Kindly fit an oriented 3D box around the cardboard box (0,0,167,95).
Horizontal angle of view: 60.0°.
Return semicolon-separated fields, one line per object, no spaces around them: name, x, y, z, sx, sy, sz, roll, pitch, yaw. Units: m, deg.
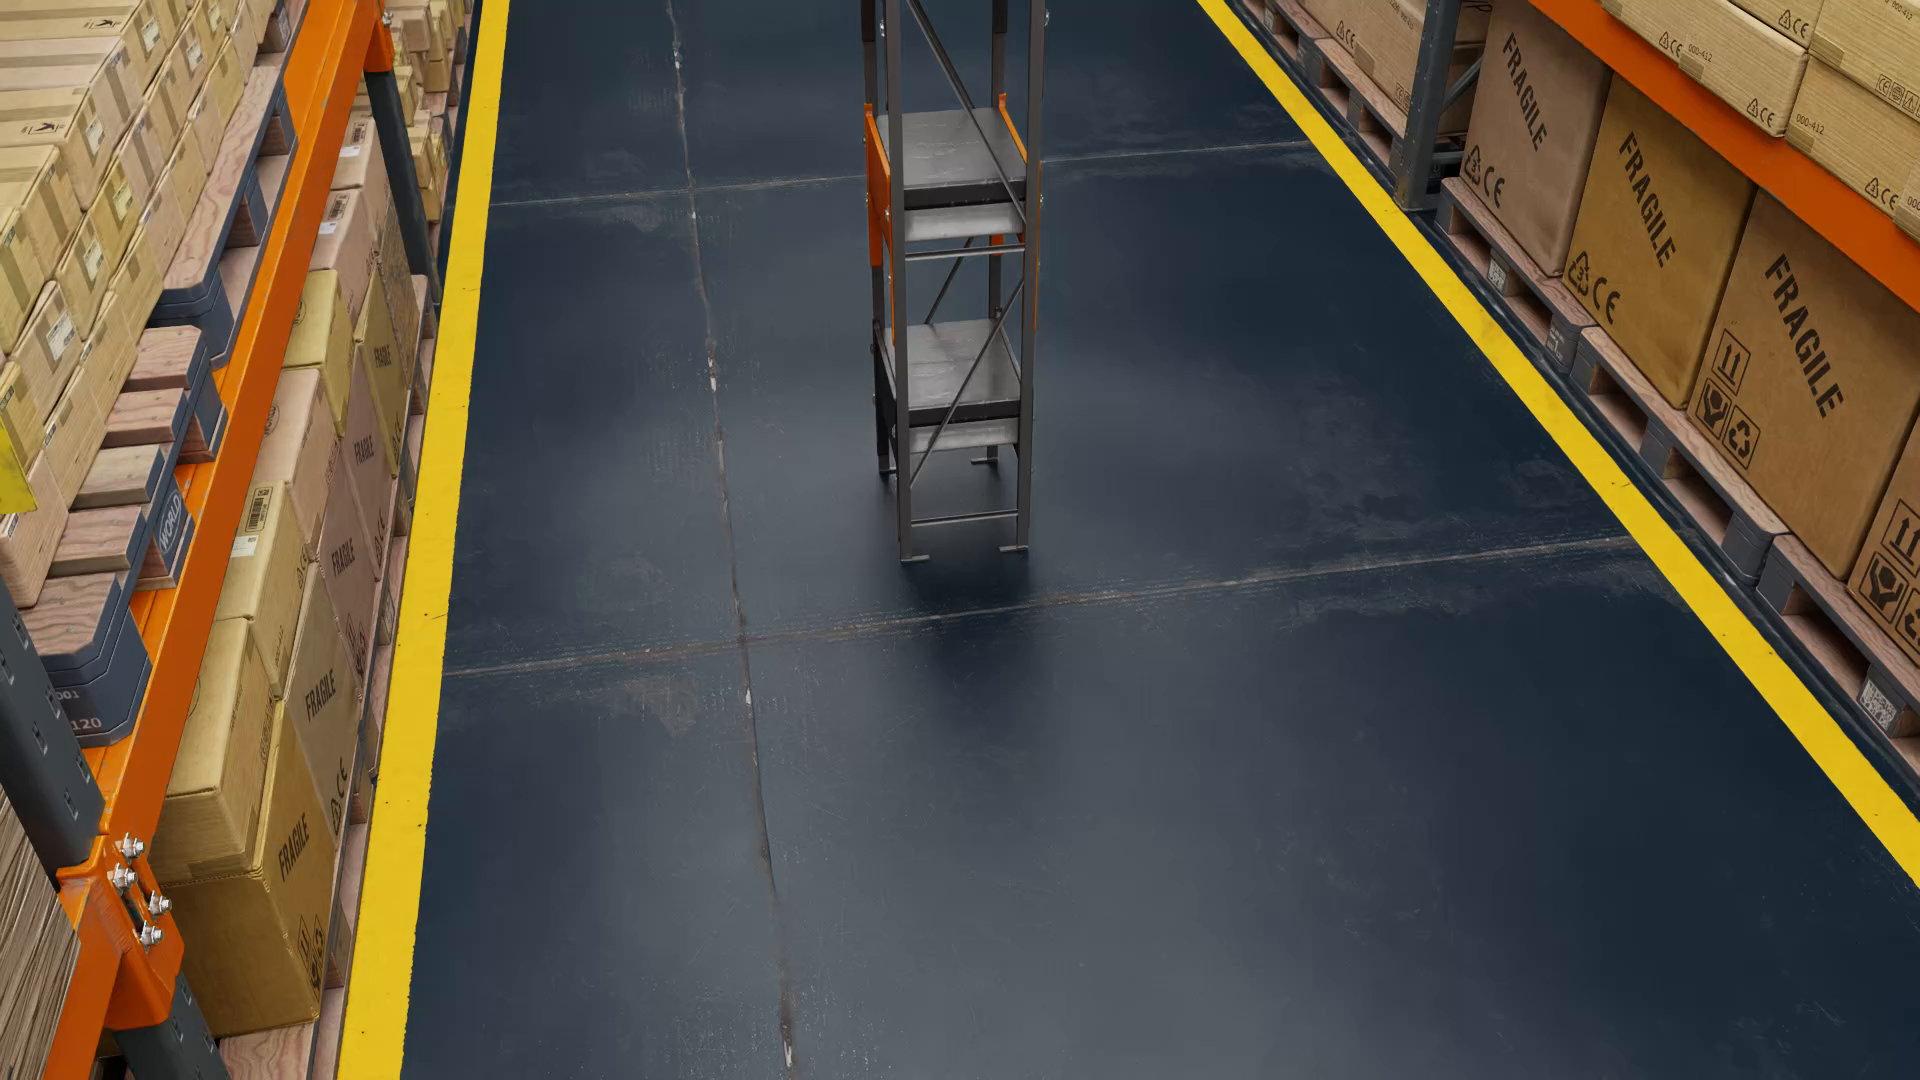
cardboard box;-1.923;-1.039;3.520;0.380;0.149;0.250;-5;38;-7

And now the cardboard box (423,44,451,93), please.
cardboard box;-2.517;-2.134;7.533;0.380;0.149;0.250;-7;38;-9

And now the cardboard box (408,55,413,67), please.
cardboard box;-2.506;-1.920;7.016;0.380;0.149;0.250;-8;39;-10

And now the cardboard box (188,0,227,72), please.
cardboard box;-2.003;-1.229;4.007;0.380;0.149;0.250;-6;38;-8

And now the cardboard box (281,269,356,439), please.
cardboard box;-1.939;-0.482;4.510;0.500;0.250;0.500;-8;39;-10

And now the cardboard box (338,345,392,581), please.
cardboard box;-1.949;-0.198;4.756;0.500;0.500;0.500;-7;38;-9

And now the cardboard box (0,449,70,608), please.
cardboard box;-1.681;-0.002;2.671;0.380;0.149;0.250;-7;38;-9

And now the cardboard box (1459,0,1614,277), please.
cardboard box;2.541;-1.614;6.272;0.875;0.875;0.875;-5;38;-7

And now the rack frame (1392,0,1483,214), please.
rack frame;2.354;-2.653;6.220;1.000;3.000;0.127;-6;38;-8

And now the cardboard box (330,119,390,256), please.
cardboard box;-2.123;-1.112;5.320;0.500;0.250;0.500;-7;38;-9

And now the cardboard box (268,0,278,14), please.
cardboard box;-2.150;-1.600;4.727;0.380;0.149;0.250;-6;38;-8

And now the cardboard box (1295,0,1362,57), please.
cardboard box;2.192;-2.739;8.076;0.875;0.438;0.875;-7;38;-9

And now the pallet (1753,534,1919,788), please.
pallet;2.991;0.380;4.589;1.003;0.211;1.213;-6;38;-8

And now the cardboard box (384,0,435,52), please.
cardboard box;-2.474;-2.203;7.137;0.380;0.149;0.250;-5;38;-7

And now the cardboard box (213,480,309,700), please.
cardboard box;-1.772;0.133;3.718;0.500;0.250;0.500;-7;38;-9

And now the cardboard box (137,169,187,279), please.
cardboard box;-1.873;-0.651;3.505;0.380;0.149;0.250;-5;38;-6

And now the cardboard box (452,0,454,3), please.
cardboard box;-2.607;-2.563;7.843;0.380;0.149;0.250;-4;38;-6

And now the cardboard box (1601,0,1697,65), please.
cardboard box;2.337;-1.676;5.085;0.500;0.250;0.500;-7;38;-8

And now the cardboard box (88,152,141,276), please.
cardboard box;-1.832;-0.618;3.221;0.380;0.149;0.250;-6;38;-8

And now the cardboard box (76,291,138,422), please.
cardboard box;-1.775;-0.327;3.089;0.380;0.149;0.250;-4;38;-6

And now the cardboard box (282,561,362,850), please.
cardboard box;-1.765;0.420;3.960;0.500;0.500;0.500;-6;38;-7

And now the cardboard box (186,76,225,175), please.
cardboard box;-1.959;-0.960;3.904;0.380;0.149;0.250;-7;38;-9

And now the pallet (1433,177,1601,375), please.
pallet;2.563;-1.094;6.486;1.003;0.211;1.213;-6;38;-8

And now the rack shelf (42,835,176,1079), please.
rack shelf;-1.450;1.848;1.012;1.077;0.370;4.000;-6;38;-8

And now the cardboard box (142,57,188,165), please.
cardboard box;-1.915;-0.919;3.608;0.380;0.149;0.250;-7;38;-8

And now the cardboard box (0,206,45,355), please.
cardboard box;-1.741;-0.407;2.707;0.380;0.149;0.250;-7;38;-9

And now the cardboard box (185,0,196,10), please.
cardboard box;-2.012;-1.353;3.924;0.380;0.149;0.250;-8;39;-10

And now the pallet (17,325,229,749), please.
pallet;-2.031;0.013;2.945;1.213;0.211;1.003;-6;38;-8

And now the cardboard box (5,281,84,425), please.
cardboard box;-1.738;-0.305;2.818;0.380;0.149;0.250;-4;38;-6

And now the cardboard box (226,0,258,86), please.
cardboard box;-2.052;-1.281;4.317;0.380;0.149;0.250;-8;39;-10

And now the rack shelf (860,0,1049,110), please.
rack shelf;-0.029;-1.471;4.313;0.431;0.518;0.480;-6;38;-8

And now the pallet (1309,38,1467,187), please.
pallet;2.297;-2.020;7.678;1.003;0.211;1.213;-6;38;-8

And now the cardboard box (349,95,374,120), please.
cardboard box;-2.359;-1.565;6.316;0.380;0.149;0.250;-5;38;-6

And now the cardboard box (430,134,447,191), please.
cardboard box;-2.296;-1.515;6.737;0.380;0.149;0.250;-5;38;-7

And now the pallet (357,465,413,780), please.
pallet;-2.147;0.250;4.756;1.003;0.211;1.213;-6;38;-8

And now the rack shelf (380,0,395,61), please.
rack shelf;-2.853;-2.984;7.232;1.077;0.370;4.000;-6;38;-8

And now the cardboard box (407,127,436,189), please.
cardboard box;-2.251;-1.471;6.437;0.380;0.149;0.250;-5;38;-6

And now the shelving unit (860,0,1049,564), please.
shelving unit;-0.029;-0.929;4.735;0.431;2.100;0.503;-6;38;-8

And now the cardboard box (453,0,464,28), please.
cardboard box;-2.637;-2.612;8.149;0.380;0.149;0.250;-8;39;-10

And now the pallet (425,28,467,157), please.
pallet;-2.872;-2.099;7.780;1.003;0.211;1.213;-6;38;-8

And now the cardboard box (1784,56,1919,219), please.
cardboard box;2.533;-1.068;4.302;0.500;0.250;0.500;-7;38;-8

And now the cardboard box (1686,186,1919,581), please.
cardboard box;2.863;-0.529;4.876;0.875;0.875;0.875;-6;38;-7

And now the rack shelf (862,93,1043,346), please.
rack shelf;-0.029;-0.918;4.743;0.431;0.518;0.480;-6;38;-8

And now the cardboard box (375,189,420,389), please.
cardboard box;-2.124;-0.819;5.554;0.500;0.500;0.500;-7;38;-9

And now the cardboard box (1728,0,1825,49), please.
cardboard box;2.425;-1.571;4.541;0.500;0.250;0.500;-7;38;-9

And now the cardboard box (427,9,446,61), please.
cardboard box;-2.513;-2.248;7.438;0.380;0.149;0.250;-7;38;-8

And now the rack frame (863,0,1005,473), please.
rack frame;-0.072;-1.077;4.924;0.400;2.100;0.015;-6;38;-8

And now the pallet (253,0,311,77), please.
pallet;-2.511;-1.507;4.901;1.003;0.211;1.213;-6;38;-8

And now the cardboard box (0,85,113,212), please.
cardboard box;-1.825;-0.716;3.104;0.380;0.149;0.250;-8;39;-10

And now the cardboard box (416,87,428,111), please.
cardboard box;-2.485;-1.807;7.113;0.380;0.149;0.250;-7;38;-9

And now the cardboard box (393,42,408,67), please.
cardboard box;-2.441;-1.885;6.728;0.380;0.149;0.250;-7;38;-9
